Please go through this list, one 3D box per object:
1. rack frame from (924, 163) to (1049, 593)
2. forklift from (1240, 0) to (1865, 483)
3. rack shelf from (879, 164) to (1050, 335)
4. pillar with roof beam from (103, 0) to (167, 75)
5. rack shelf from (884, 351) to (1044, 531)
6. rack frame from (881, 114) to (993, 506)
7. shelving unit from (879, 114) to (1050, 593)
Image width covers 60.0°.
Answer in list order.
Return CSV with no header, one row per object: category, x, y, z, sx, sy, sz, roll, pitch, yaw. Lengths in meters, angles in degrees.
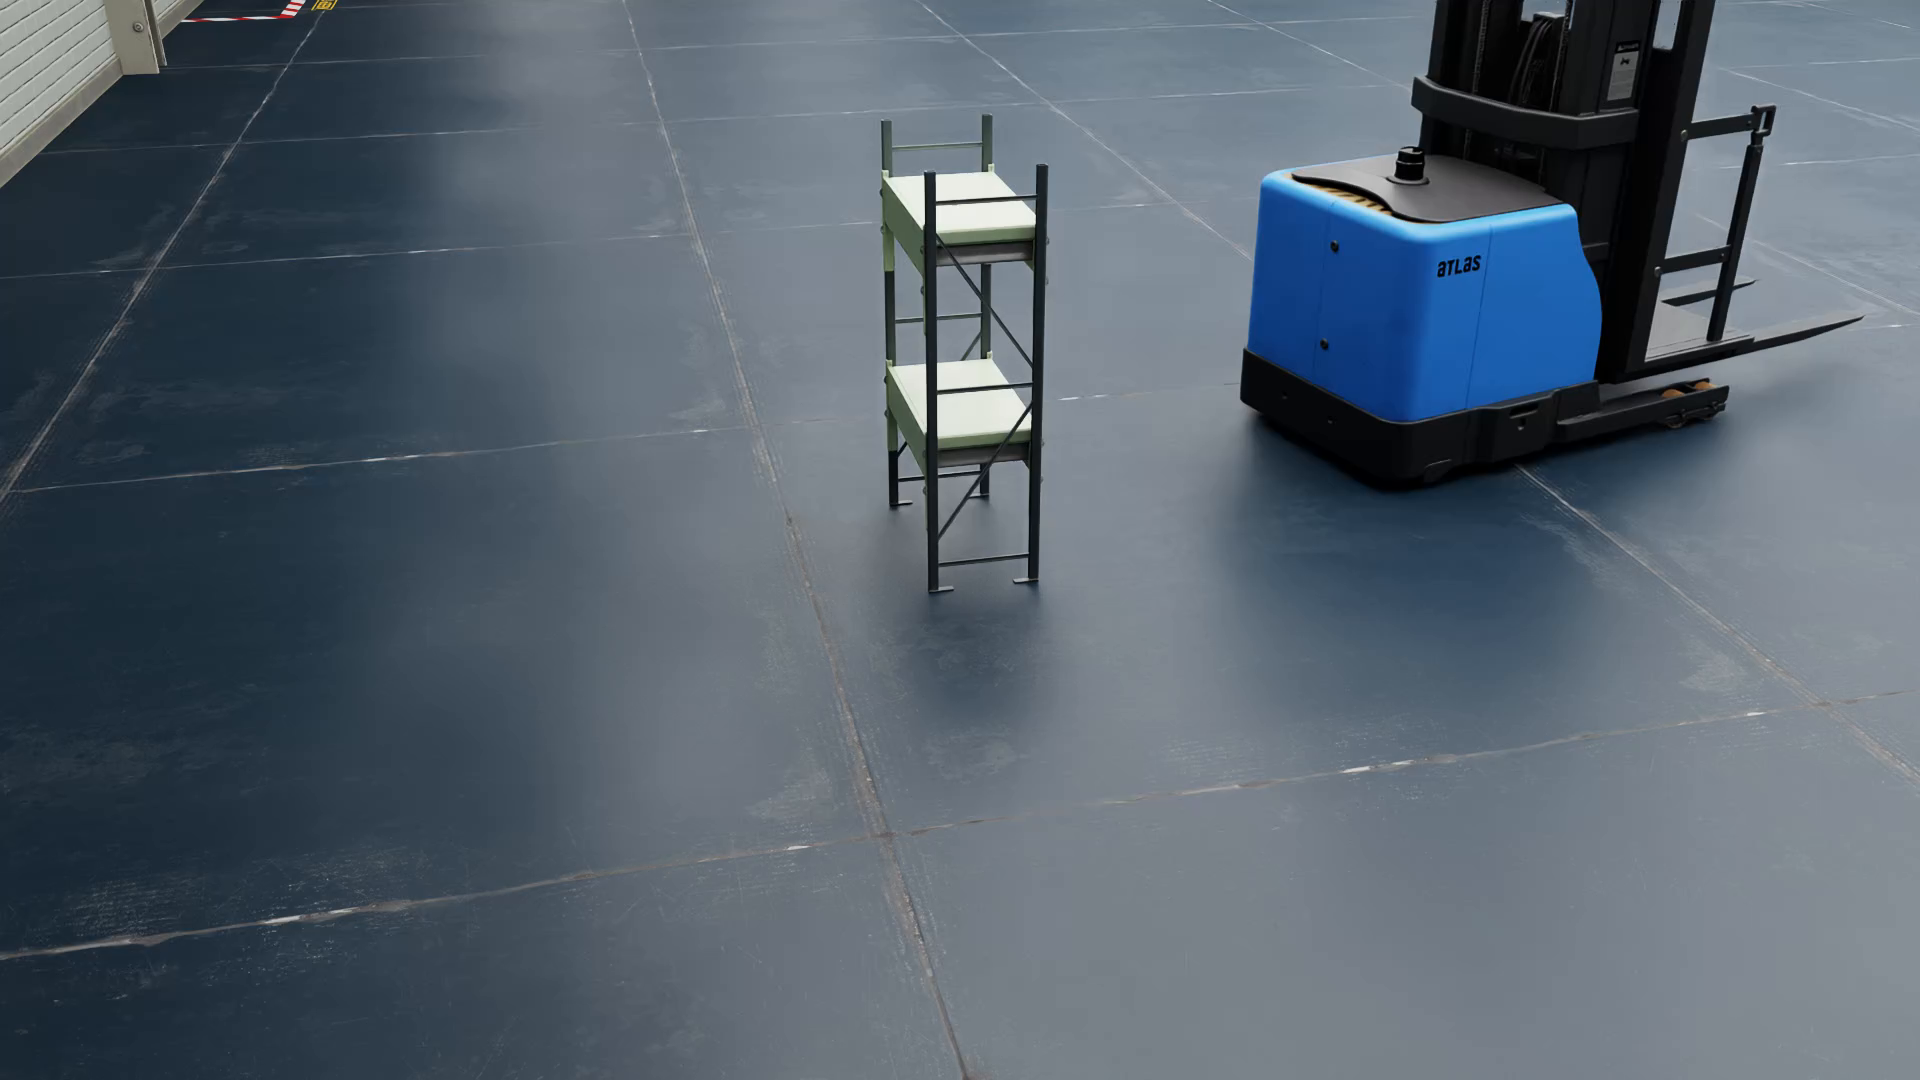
rack frame,0.084,-0.506,5.588,0.400,1.500,0.023,-6,27,-12
forklift,2.780,-1.989,6.937,3.031,2.935,1.130,-13,30,-24
rack shelf,0.002,-1.015,5.730,0.431,0.370,0.720,-6,27,-12
pillar with roof beam,-2.791,-8.477,13.059,9.100,9.000,0.400,-6,27,-12
rack shelf,0.002,-0.376,6.053,0.431,0.370,0.720,-6,27,-12
rack frame,-0.081,-0.827,6.225,0.400,1.500,0.023,-6,27,-12
shelving unit,0.002,-0.667,5.906,0.431,1.500,0.755,-6,27,-12
